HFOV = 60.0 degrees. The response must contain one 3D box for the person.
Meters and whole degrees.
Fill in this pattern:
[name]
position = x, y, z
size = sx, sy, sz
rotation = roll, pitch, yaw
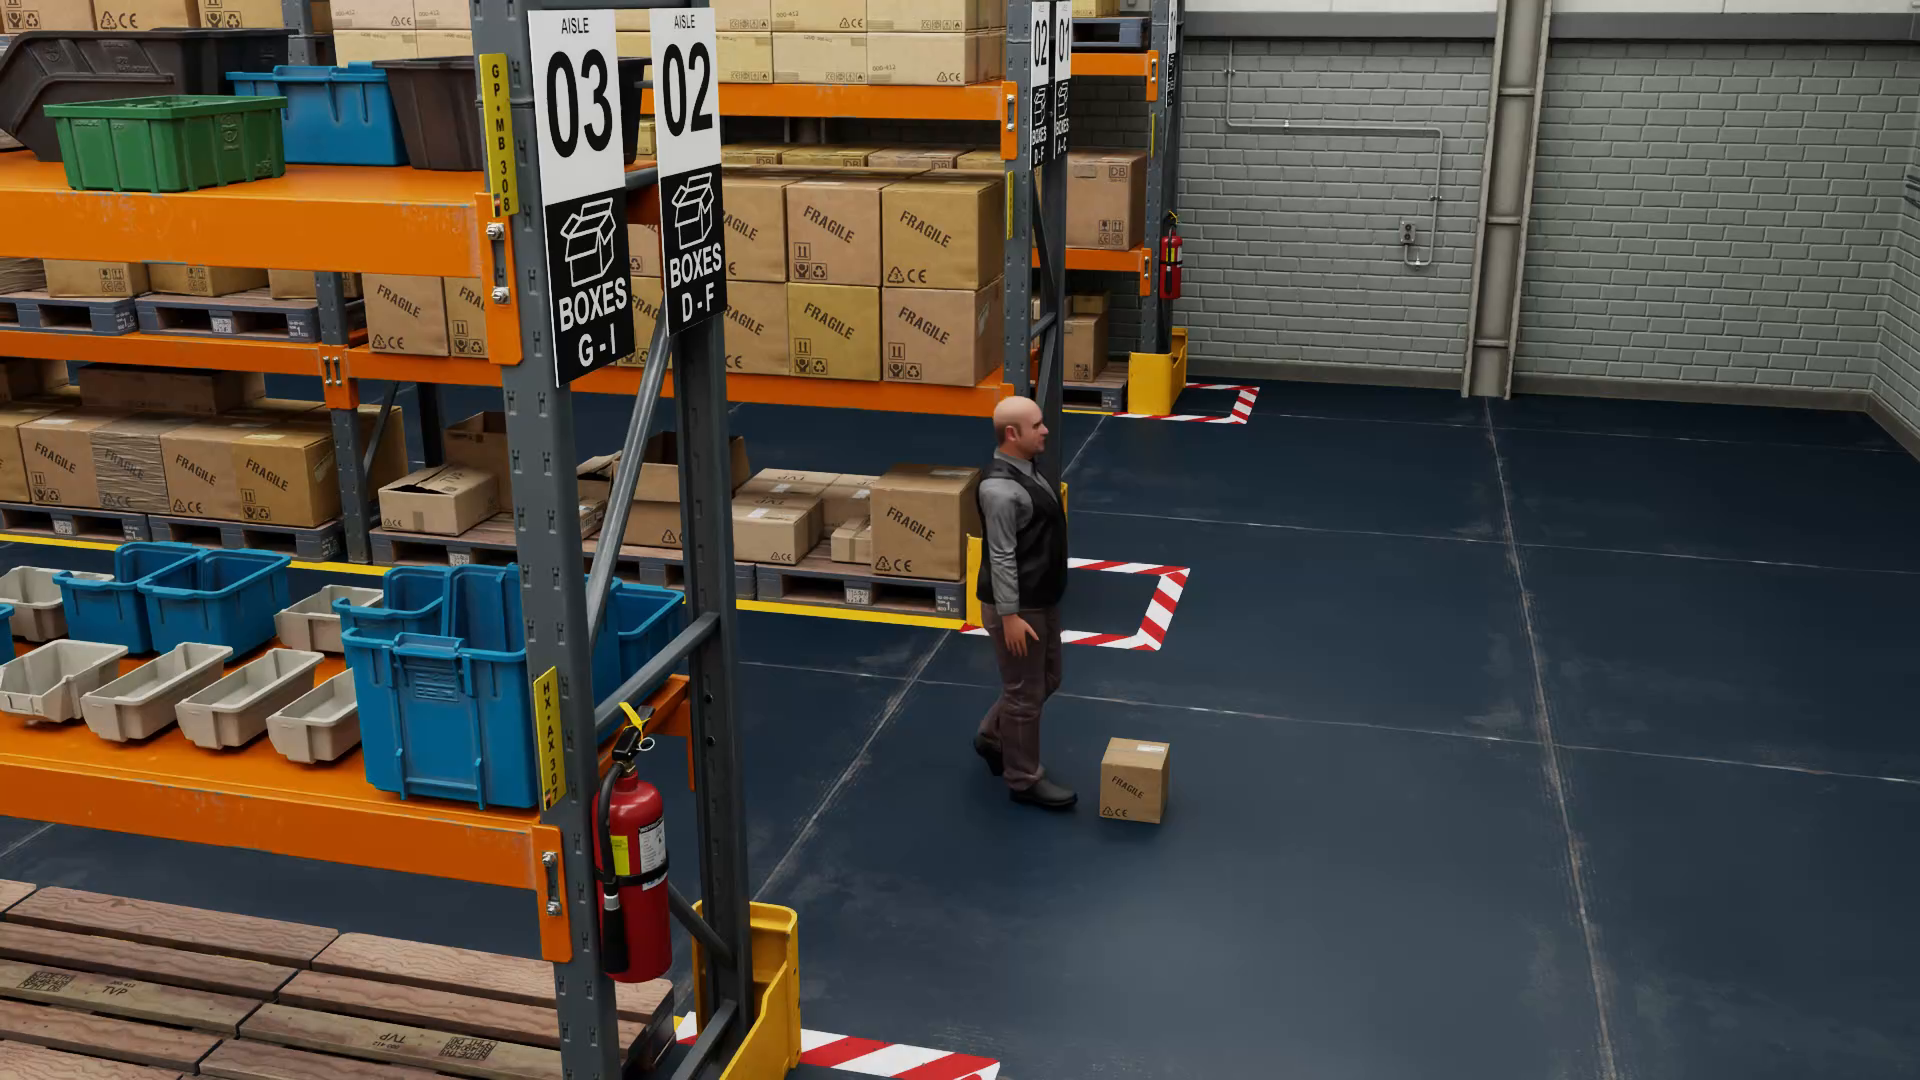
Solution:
[person]
position = 0.257, 0.282, 6.798
size = 0.513, 1.765, 0.570
rotation = 4, 19, 13
